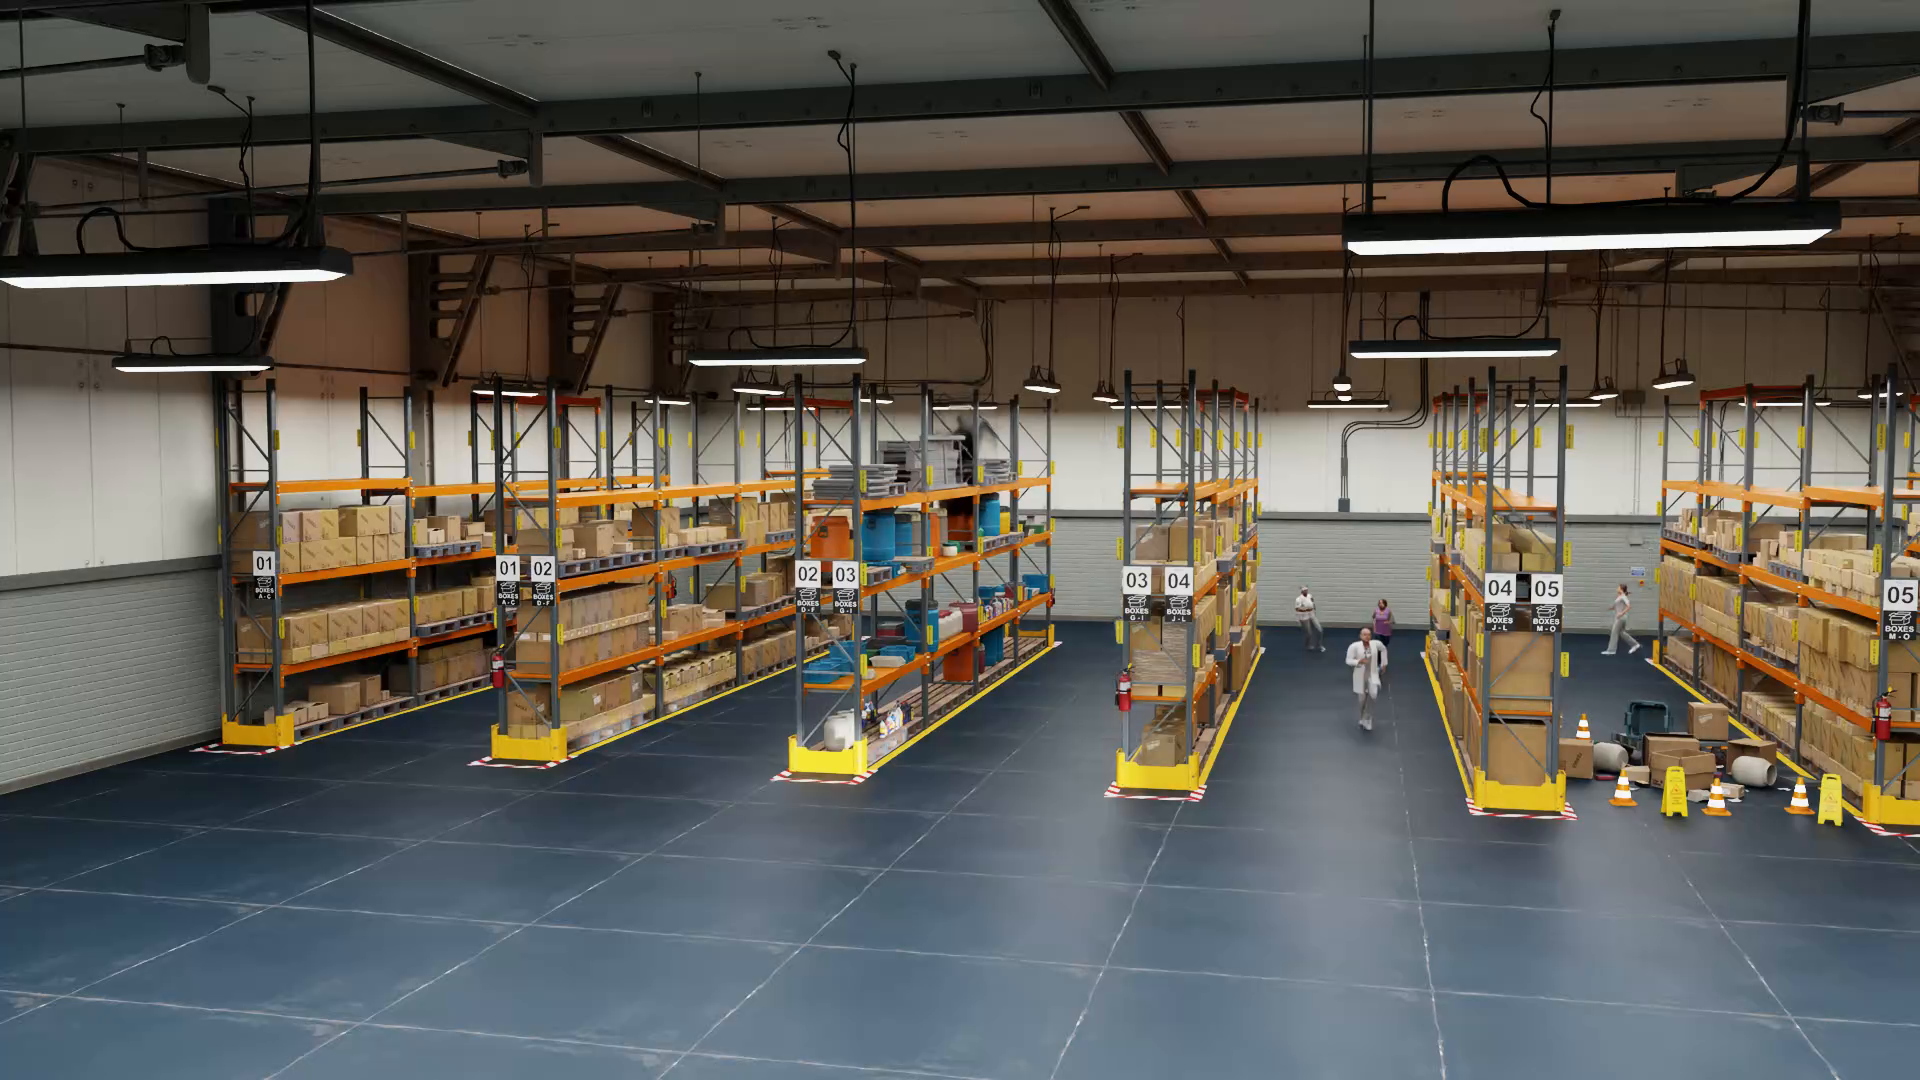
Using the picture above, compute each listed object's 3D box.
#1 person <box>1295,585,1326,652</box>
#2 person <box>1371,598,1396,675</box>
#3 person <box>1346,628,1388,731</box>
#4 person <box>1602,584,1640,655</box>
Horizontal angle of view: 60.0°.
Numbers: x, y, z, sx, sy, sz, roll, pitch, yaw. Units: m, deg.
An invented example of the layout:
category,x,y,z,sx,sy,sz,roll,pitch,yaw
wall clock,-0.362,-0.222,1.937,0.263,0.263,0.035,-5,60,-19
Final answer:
category,x,y,z,sx,sy,sz,roll,pitch,yaw
person,8.242,1.844,39.356,0.744,1.611,0.691,-1,4,-19
person,9.100,2.081,35.763,0.508,1.626,0.719,1,4,14
person,7.032,2.432,28.734,0.751,1.691,0.885,0,3,5
person,15.370,1.842,38.609,0.844,1.661,0.584,1,4,18
